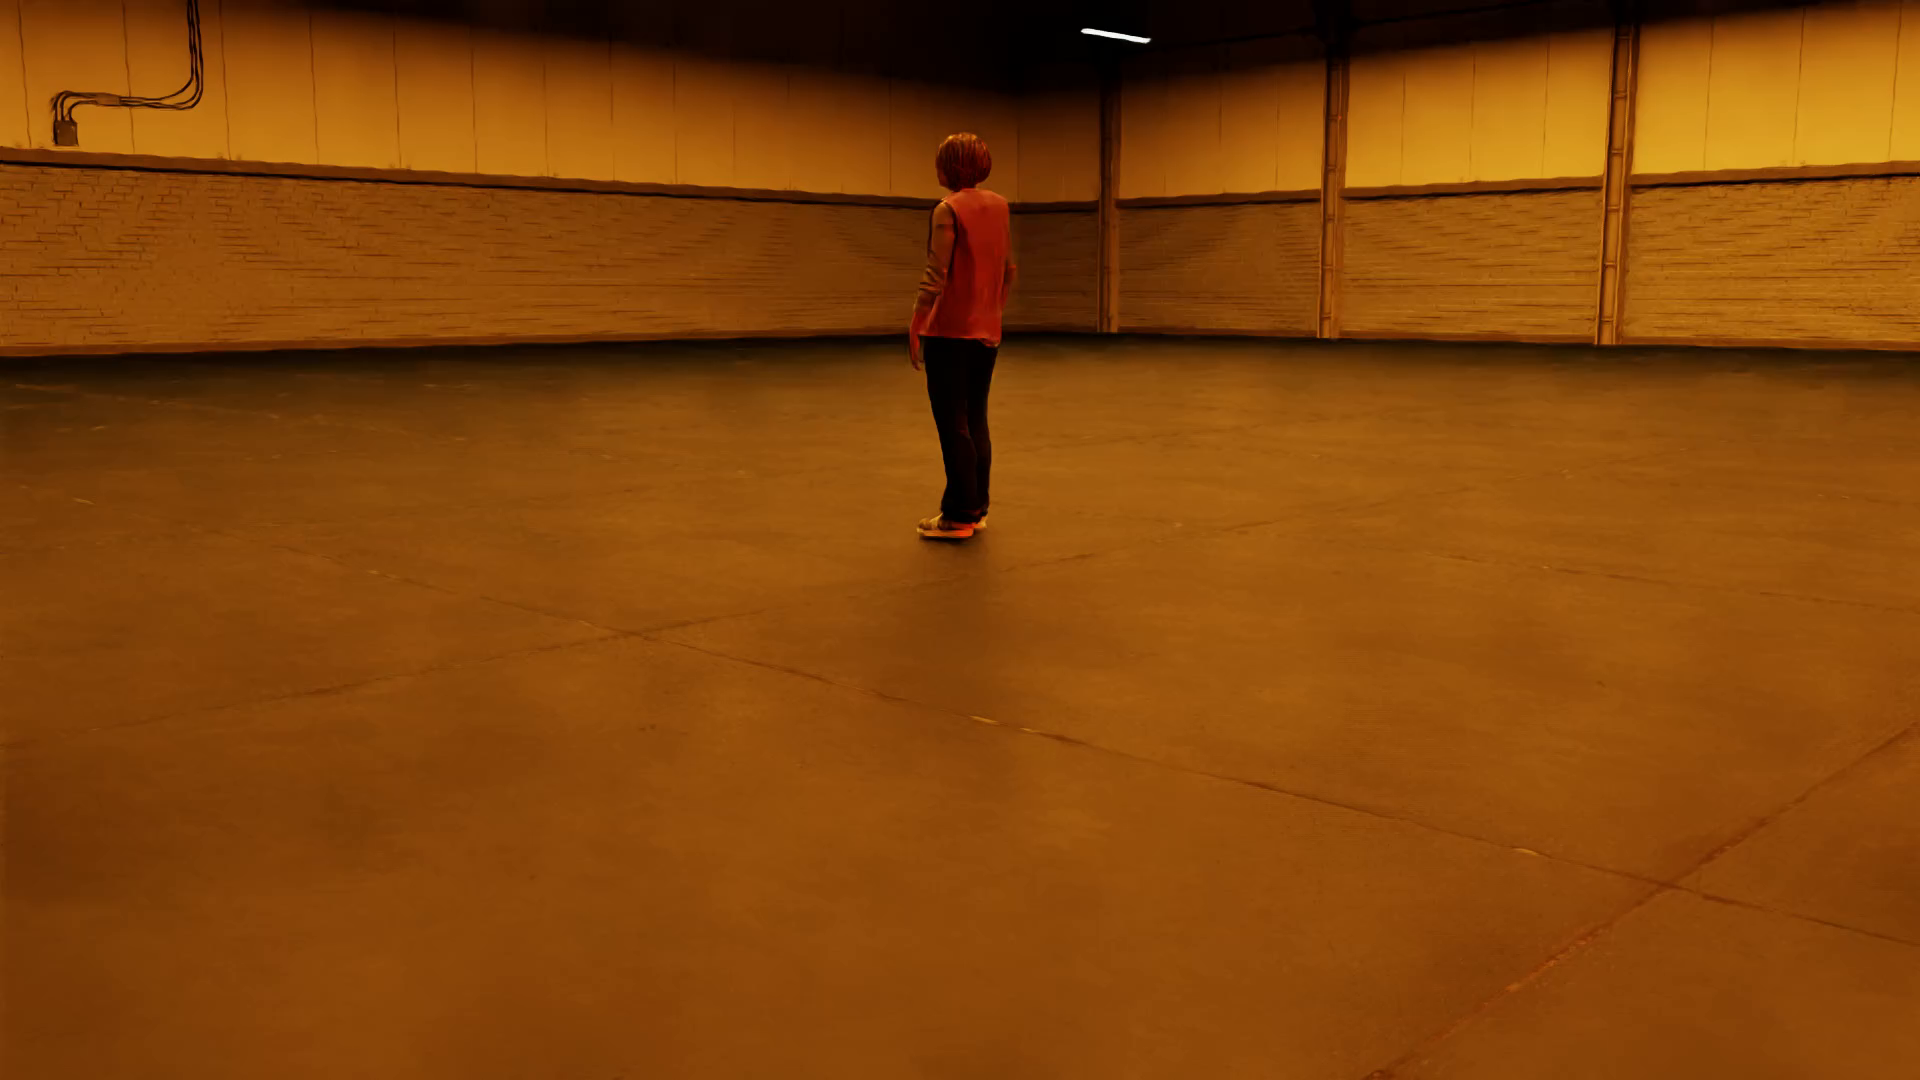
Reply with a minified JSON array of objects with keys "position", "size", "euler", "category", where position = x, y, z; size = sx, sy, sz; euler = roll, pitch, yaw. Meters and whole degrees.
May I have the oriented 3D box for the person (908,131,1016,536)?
[{"position":[-0.044,-0.806,6.658],"size":[0.474,1.597,0.520],"euler":[8,12,43],"category":"person"}]
